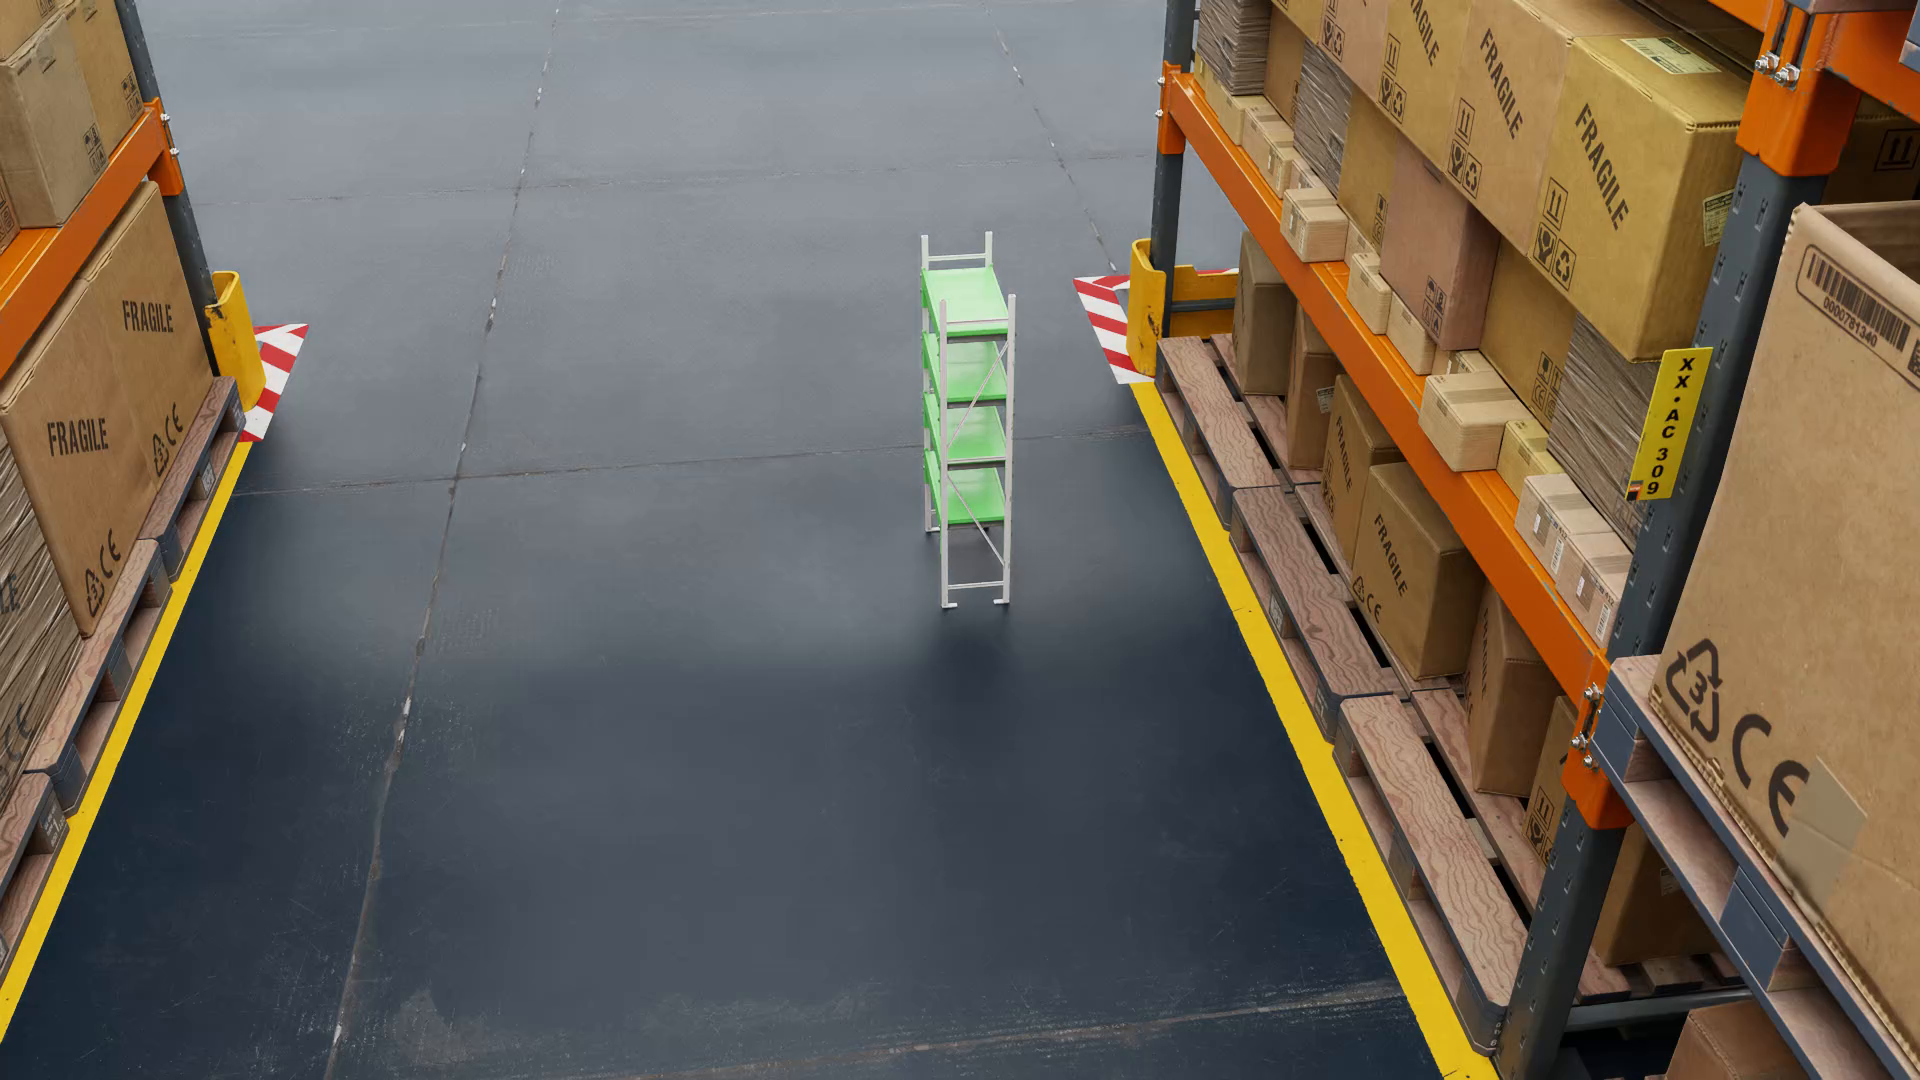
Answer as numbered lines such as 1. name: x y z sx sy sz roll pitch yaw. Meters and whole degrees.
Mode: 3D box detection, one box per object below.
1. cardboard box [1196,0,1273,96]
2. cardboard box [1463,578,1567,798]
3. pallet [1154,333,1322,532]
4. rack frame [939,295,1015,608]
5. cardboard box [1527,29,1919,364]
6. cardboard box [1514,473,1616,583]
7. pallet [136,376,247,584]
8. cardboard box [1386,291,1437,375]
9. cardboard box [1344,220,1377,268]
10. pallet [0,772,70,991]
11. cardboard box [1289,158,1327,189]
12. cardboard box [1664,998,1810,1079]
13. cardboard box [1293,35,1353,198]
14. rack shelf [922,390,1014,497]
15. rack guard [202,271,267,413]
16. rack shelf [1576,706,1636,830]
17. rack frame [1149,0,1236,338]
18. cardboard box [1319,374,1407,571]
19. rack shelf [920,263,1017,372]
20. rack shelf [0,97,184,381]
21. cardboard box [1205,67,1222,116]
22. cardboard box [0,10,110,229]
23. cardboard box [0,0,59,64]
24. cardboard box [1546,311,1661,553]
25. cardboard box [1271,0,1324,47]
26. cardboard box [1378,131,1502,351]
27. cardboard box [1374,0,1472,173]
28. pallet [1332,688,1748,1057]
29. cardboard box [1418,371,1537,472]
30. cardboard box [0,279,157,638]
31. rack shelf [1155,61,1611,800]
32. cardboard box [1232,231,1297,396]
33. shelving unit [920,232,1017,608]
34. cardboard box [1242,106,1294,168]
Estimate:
1. cardboard box: 1.382 -1.990 6.153 0.875 0.500 0.500 -4 35 -6
2. cardboard box: 1.774 0.412 4.829 0.500 0.500 0.500 6 35 9
3. pallet: 1.420 -0.484 6.772 1.003 0.211 1.213 -4 35 -6
4. rack frame: 0.055 -0.267 5.577 0.240 1.200 0.015 -4 35 -6
5. cardboard box: 1.540 -0.710 3.387 0.500 0.500 0.500 -4 35 -6
6. cardboard box: 1.529 -0.036 3.863 0.380 0.149 0.250 -4 35 -6
7. pallet: -3.408 -0.223 6.389 1.003 0.211 1.213 -4 35 -6
8. cardboard box: 1.434 -0.597 4.686 0.380 0.149 0.250 -4 35 -6
9. cardboard box: 1.408 -0.880 5.100 0.380 0.149 0.250 -4 35 -6
10. pallet: -3.080 1.139 4.391 1.003 0.211 1.213 -4 35 -6
11. cardboard box: 1.312 -1.156 5.506 0.380 0.149 0.250 -4 35 -6
12. cardboard box: 1.934 1.293 3.518 0.700 0.500 0.500 -7 35 -10
13. cardboard box: 1.593 -1.437 5.343 0.875 0.500 0.500 -4 35 -6
14. rack shelf: 0.022 -0.351 5.813 0.258 0.148 0.480 -4 35 -6
15. rack guard: -3.597 -0.796 6.974 1.175 0.500 0.348 -4 35 -6
16. rack shelf: 2.142 1.511 2.008 1.077 0.370 4.000 -4 35 -6
17. rack frame: 1.335 -2.134 6.718 1.000 3.000 0.127 -4 35 -6
18. cardboard box: 1.582 -0.243 5.790 0.500 0.500 0.500 -1 34 -2
19. rack shelf: 0.022 -0.747 5.542 0.258 0.148 0.480 -4 35 -6
20. rack shelf: -3.324 -0.402 4.815 1.077 0.370 4.000 -4 35 -6
21. cardboard box: 1.152 -1.713 6.322 0.380 0.149 0.250 -4 35 -6
22. cardboard box: -3.403 -1.368 5.461 0.875 0.550 0.550 -4 35 -6
23. cardboard box: -3.416 -1.813 5.155 0.875 0.550 0.550 -4 35 -6
24. cardboard box: 1.874 -0.322 3.706 0.875 0.500 0.500 -4 35 -6
25. cardboard box: 1.268 -1.826 5.025 0.500 0.500 0.500 -4 35 -6
26. cardboard box: 1.675 -0.875 4.518 0.875 0.500 0.500 -4 35 -6
27. cardboard box: 1.405 -1.268 4.206 0.500 0.500 0.500 -4 35 -6
28. pallet: 1.748 0.878 4.774 1.003 0.211 1.213 -4 35 -6
29. cardboard box: 1.411 -0.312 4.267 0.380 0.149 0.250 -4 35 -6
30. cardboard box: -3.316 -0.246 5.462 0.875 0.875 0.875 -5 35 -7
31. rack shelf: 1.604 -0.721 5.283 1.077 0.370 4.000 -4 35 -6
32. cardboard box: 1.403 -0.925 6.791 0.500 0.500 0.500 2 34 2
33. shelving unit: 0.022 -0.403 5.777 0.258 1.200 0.503 -4 35 -6
34. cardboard box: 1.225 -1.434 5.914 0.380 0.149 0.250 -4 35 -6
